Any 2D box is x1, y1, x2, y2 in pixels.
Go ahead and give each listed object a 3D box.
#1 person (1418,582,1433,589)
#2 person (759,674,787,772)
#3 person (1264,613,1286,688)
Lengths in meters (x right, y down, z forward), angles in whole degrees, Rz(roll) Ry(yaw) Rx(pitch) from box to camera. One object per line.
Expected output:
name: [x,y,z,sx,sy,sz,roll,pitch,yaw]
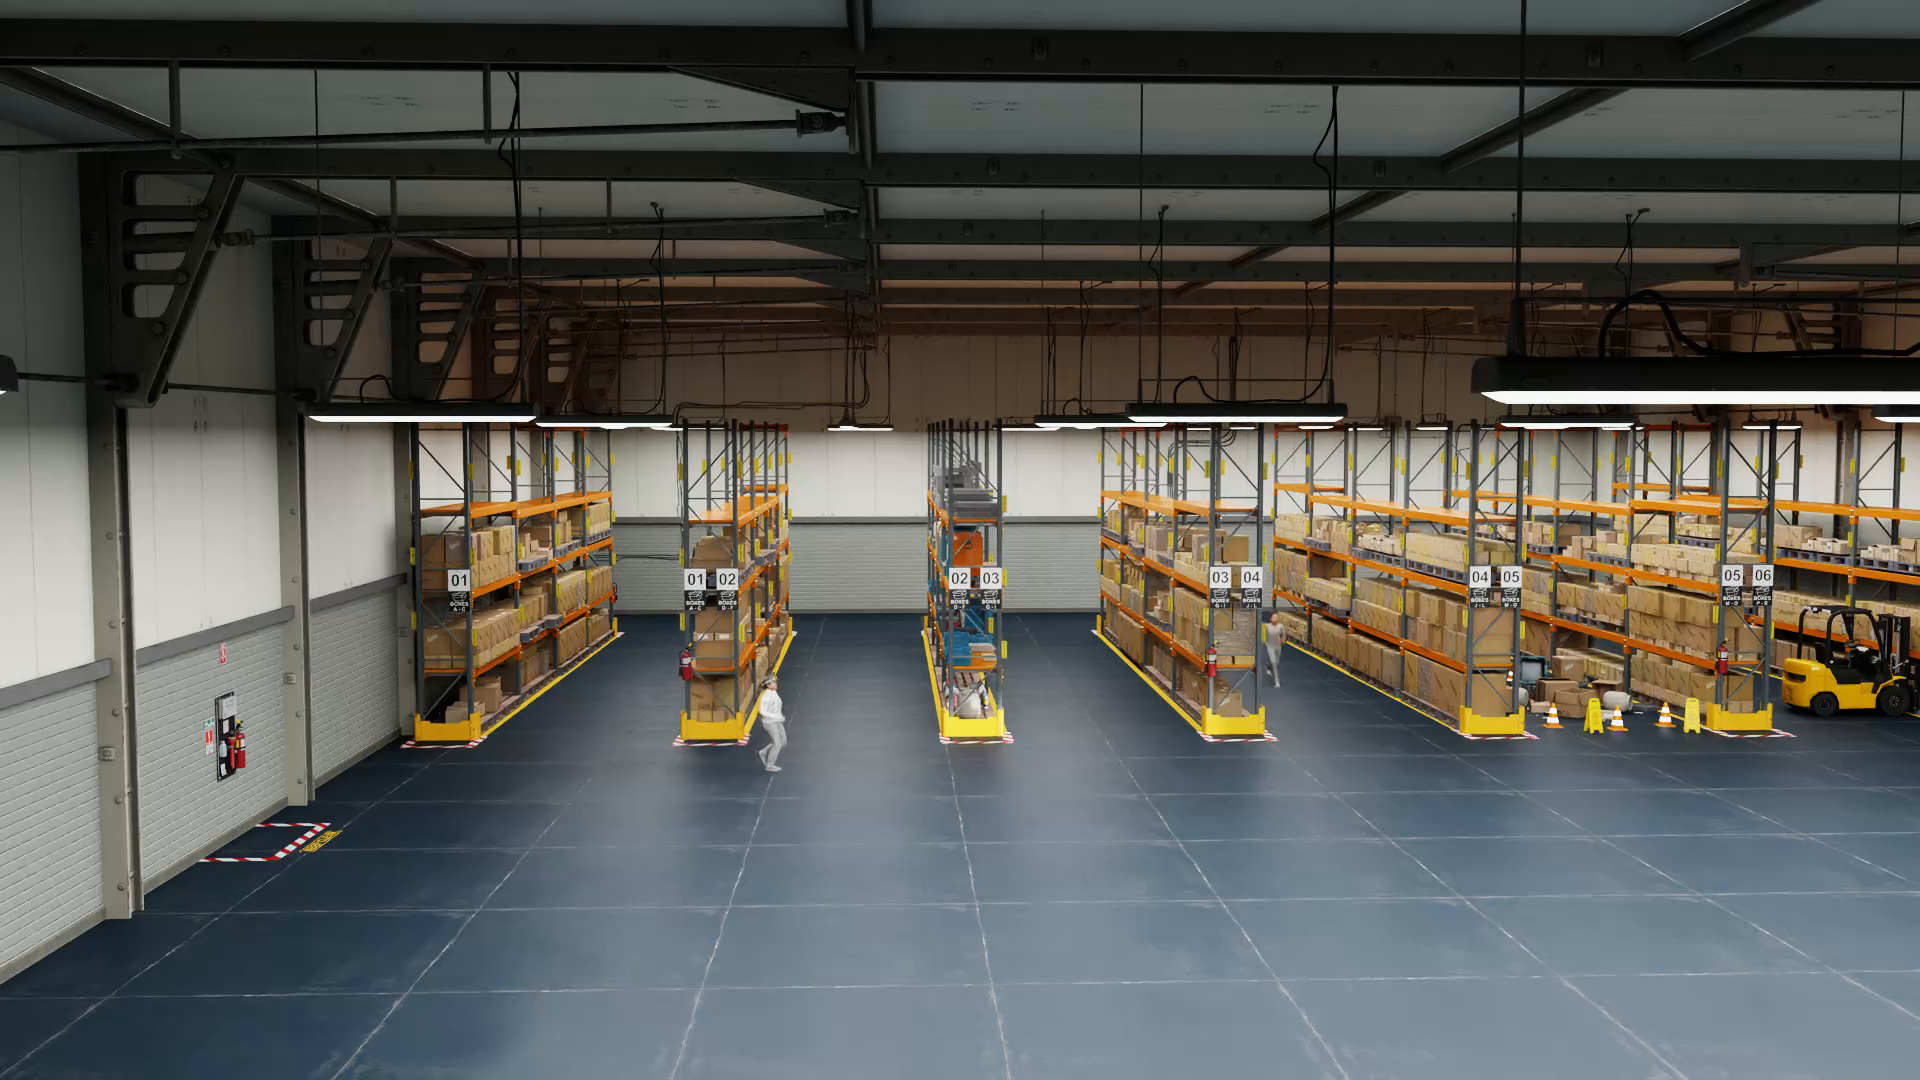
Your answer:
person: [13.776,1.721,49.361,0.628,1.740,0.583,1,4,13]
person: [-3.179,3.091,28.167,0.570,1.649,0.608,1,4,16]
person: [7.150,2.486,37.892,0.530,1.685,1.107,-1,4,-10]
